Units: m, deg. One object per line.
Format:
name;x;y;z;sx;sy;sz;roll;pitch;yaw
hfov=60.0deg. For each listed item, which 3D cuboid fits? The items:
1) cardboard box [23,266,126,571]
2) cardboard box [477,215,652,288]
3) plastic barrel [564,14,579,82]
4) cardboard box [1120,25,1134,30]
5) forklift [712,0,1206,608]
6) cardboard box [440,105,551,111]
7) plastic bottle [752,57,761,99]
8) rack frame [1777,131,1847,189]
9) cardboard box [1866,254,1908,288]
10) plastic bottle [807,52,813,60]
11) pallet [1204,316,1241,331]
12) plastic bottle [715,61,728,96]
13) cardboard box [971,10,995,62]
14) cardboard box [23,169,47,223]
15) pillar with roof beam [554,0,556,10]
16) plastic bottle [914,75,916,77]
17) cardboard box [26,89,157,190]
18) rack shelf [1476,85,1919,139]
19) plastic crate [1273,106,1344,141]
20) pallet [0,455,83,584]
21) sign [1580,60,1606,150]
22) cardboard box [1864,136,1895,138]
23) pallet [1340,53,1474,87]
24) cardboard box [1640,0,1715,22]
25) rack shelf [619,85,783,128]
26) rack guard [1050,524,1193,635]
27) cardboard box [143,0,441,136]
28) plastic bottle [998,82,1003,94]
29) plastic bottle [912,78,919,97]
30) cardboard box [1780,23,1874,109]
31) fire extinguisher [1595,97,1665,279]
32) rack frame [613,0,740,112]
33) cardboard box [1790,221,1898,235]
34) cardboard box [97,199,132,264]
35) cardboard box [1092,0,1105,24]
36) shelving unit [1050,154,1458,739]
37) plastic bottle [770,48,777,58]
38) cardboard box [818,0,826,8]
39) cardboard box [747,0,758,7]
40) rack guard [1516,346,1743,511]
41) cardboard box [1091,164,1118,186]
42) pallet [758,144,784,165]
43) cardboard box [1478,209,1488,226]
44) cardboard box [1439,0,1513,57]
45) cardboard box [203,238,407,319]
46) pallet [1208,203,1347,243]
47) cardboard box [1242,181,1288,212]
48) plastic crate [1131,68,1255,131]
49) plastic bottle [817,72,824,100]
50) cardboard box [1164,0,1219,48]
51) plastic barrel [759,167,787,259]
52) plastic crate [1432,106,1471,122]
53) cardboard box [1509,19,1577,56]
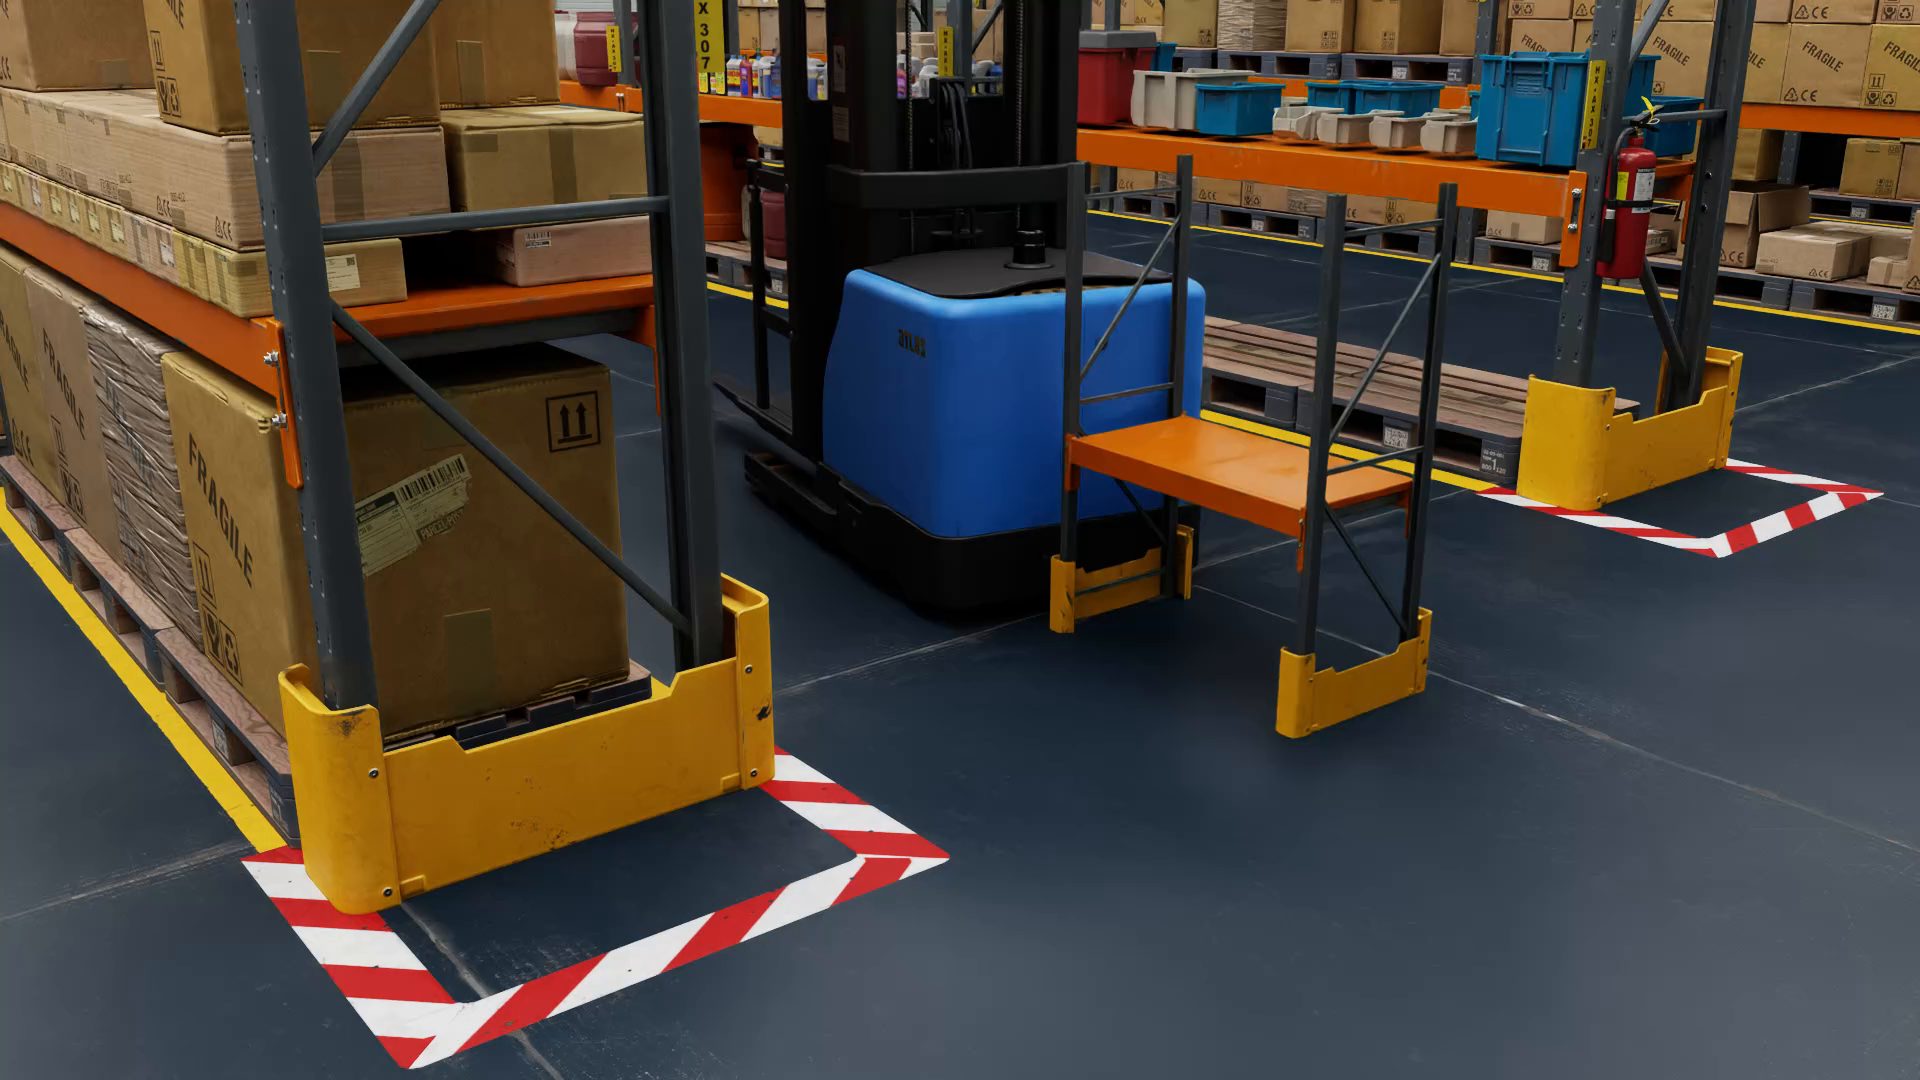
cardboard box;-2.626;-0.500;5.814;0.875;0.875;0.875;-14;23;-36
cardboard box;-1.010;-0.757;4.275;0.380;0.149;0.250;-14;23;-36
plastic barrel;-2.939;-3.927;13.272;0.421;0.512;0.421;0;18;0
cardboard box;2.315;-6.701;22.036;0.500;0.250;0.500;-14;23;-36
forklift;-0.250;-1.587;6.494;1.130;2.935;3.031;-9;20;-24
cardboard box;-1.463;-1.092;4.653;0.500;0.250;0.500;-14;23;-37
plastic bottle;-1.350;-3.113;11.195;0.097;0.271;0.097;0;18;0
rack frame;8.116;-4.610;15.512;1.000;3.000;0.127;-14;23;-36
cardboard box;6.008;-1.724;10.603;0.380;0.166;0.250;-14;23;-36
plastic bottle;-1.105;-3.400;12.062;0.097;0.271;0.097;0;18;0
pallet;0.837;-1.179;9.587;1.003;0.211;1.213;-14;23;-36
plastic bottle;-1.640;-3.224;11.513;0.061;0.283;0.133;-14;23;-36
cardboard box;0.371;-5.215;17.181;0.500;0.500;0.500;-14;23;-36
cardboard box;-2.804;-1.133;5.413;0.380;0.149;0.250;-14;23;-35
pillar with roof beam;-12.772;-14.006;34.346;9.100;9.000;0.400;-14;23;-36
plastic bottle;-0.288;-2.735;10.166;0.097;0.201;0.097;0;18;0
cardboard box;-2.515;-1.240;5.100;0.500;0.250;0.500;-14;23;-36
rack shelf;5.477;-2.808;11.215;1.077;0.370;4.000;-14;23;-36
plastic crate;1.627;-1.967;7.855;0.298;0.136;0.250;-14;23;-36
pallet;-3.122;-0.183;6.580;1.003;0.211;1.213;-14;23;-36
sign;2.413;-1.657;6.334;0.100;0.325;0.005;-14;23;-36
cardboard box;8.566;-3.801;15.345;0.380;0.149;0.250;-14;23;-36
pallet;3.825;-3.769;13.279;1.003;0.211;1.213;-14;23;-36
cardboard box;4.947;-3.739;11.134;0.500;0.500;0.500;-15;23;-38
rack shelf;-0.891;-2.828;11.274;1.077;0.370;4.000;-14;23;-36
rack guard;0.546;0.128;5.578;0.587;0.250;0.087;-13;23;-35
cardboard box;-1.557;-1.219;3.844;0.500;0.500;0.500;-14;23;-35
plastic bottle;0.288;-2.813;10.403;0.097;0.201;0.097;0;18;0
plastic bottle;-0.241;-2.639;9.877;0.097;0.201;0.097;0;18;0
cardboard box;5.597;-3.012;10.529;0.500;0.500;0.500;-14;23;-36
fire extinguisher;2.571;-1.351;6.387;0.296;0.674;0.183;-14;23;-36
rack frame;-2.133;-3.662;12.650;1.000;3.000;0.127;-14;23;-36
cardboard box;5.983;-1.996;11.292;0.500;0.250;0.500;-14;23;-36
cardboard box;-2.163;-0.880;4.647;0.380;0.149;0.250;-15;23;-37
cardboard box;1.995;-7.180;22.287;0.500;0.500;0.500;-15;23;-38
shelving unit;0.847;-0.340;5.005;0.587;1.500;1.083;-13;23;-35
plastic bottle;-1.404;-3.533;12.447;0.061;0.283;0.133;-14;23;-36
cardboard box;-1.385;-6.119;18.880;0.380;0.149;0.250;-15;23;-38
cardboard box;-2.339;-6.499;20.026;0.380;0.149;0.250;-14;23;-37
rack guard;2.859;-0.501;7.079;1.175;0.500;0.348;-14;23;-36
cardboard box;1.234;-3.604;16.180;0.500;0.250;0.500;-13;23;-35
pallet;-1.954;-4.795;20.506;1.003;0.211;1.213;-14;23;-36
cardboard box;4.126;-2.831;13.417;0.500;0.500;0.500;-15;24;-39
cardboard box;4.117;-4.049;12.992;0.500;0.500;0.700;11;21;30
cardboard box;-1.528;-0.628;3.887;0.380;0.149;0.250;-13;23;-35
pallet;2.939;-2.812;14.520;1.003;0.211;1.213;-14;23;-36
cardboard box;2.776;-3.102;14.235;0.500;0.500;0.500;-15;23;-38
plastic crate;1.154;-2.236;8.437;0.437;0.282;0.530;-14;23;-36
plastic bottle;-0.865;-2.887;10.624;0.097;0.201;0.097;0;18;0
cardboard box;2.231;-4.741;15.082;0.500;0.500;0.700;11;21;30
plastic barrel;-1.115;-2.321;11.768;0.600;0.588;0.708;-14;23;-36
plastic crate;2.383;-1.981;7.898;0.250;0.136;0.298;-14;23;-36
cardboard box;4.338;-3.511;12.034;0.500;0.500;0.500;-13;22;-35
